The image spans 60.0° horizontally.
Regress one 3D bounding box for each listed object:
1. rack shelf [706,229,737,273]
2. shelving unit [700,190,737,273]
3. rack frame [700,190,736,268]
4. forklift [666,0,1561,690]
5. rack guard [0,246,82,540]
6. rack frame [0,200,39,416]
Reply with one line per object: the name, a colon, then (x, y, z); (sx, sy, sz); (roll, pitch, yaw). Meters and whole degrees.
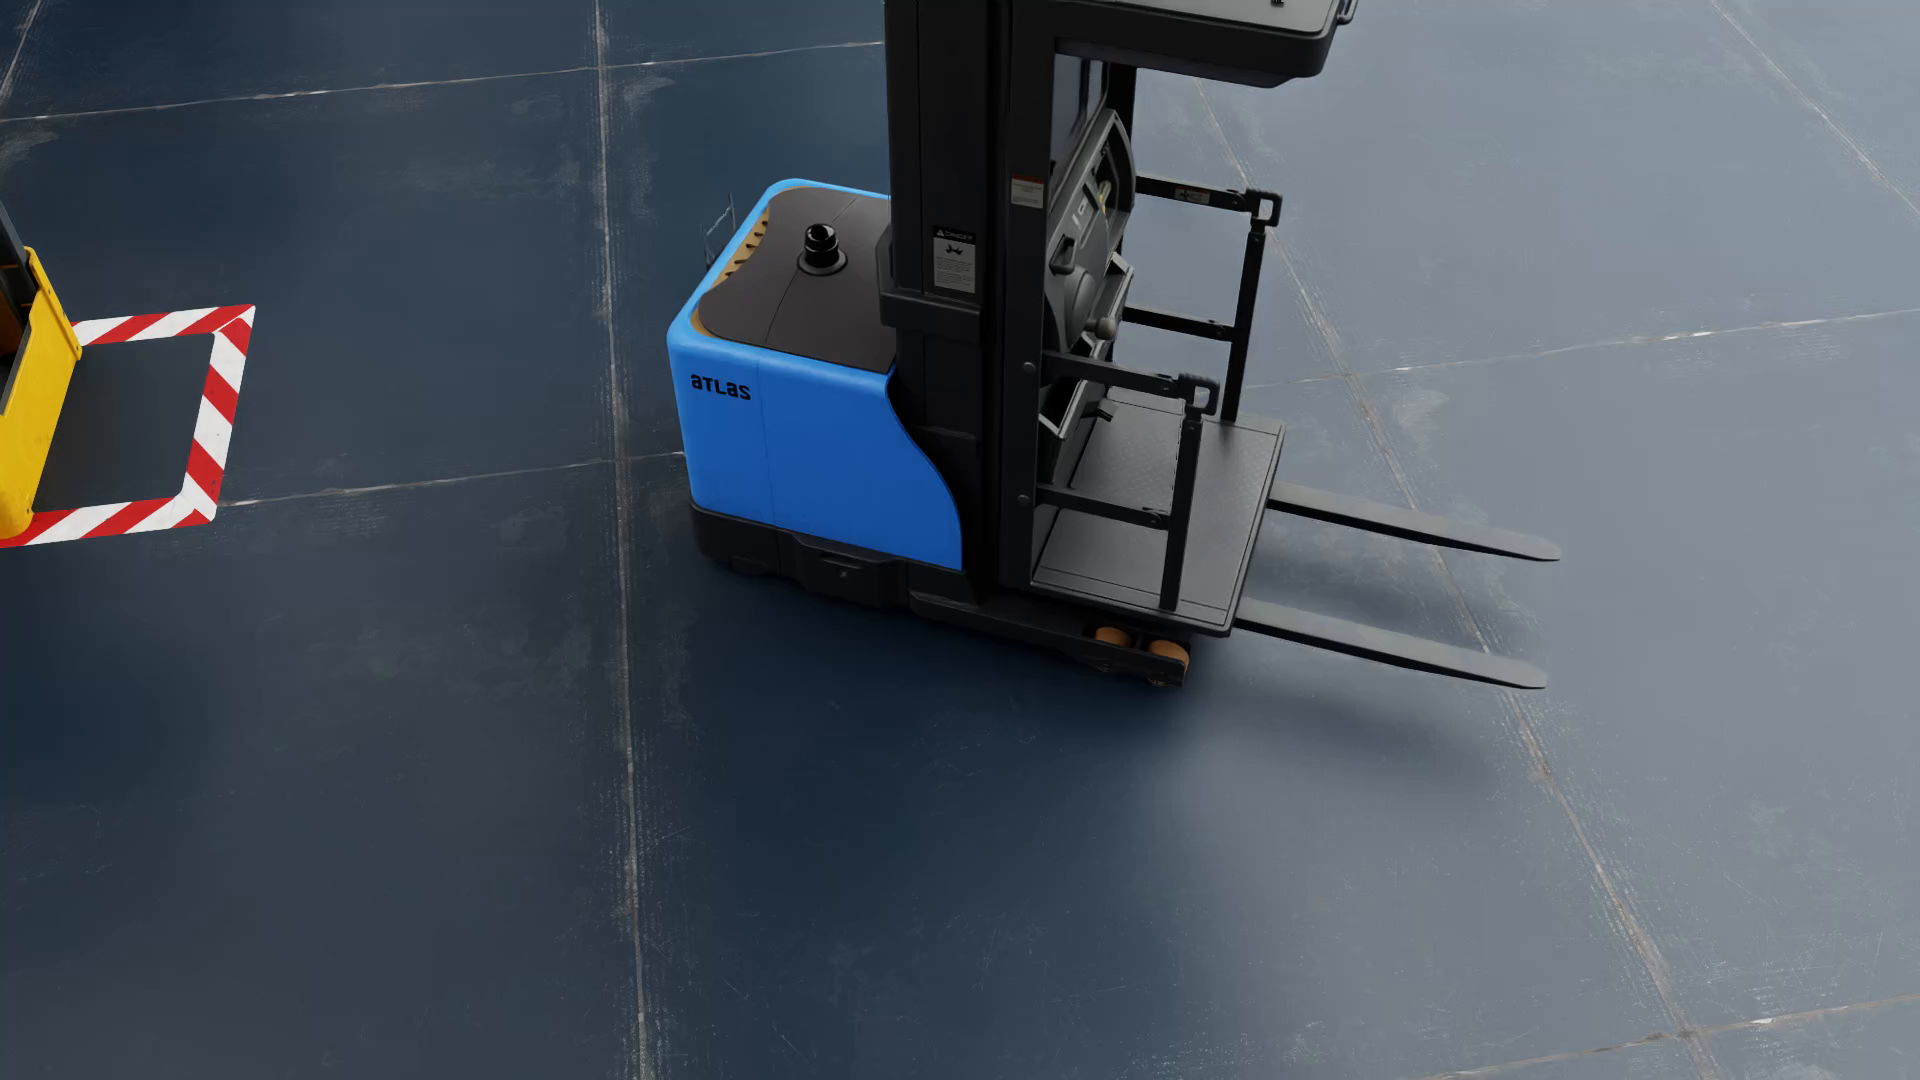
rack shelf: (-0.814, -1.062, 6.320); (0.200, 0.077, 0.258); (16, 48, 15)
shelving unit: (-0.814, -0.898, 6.491); (0.210, 0.900, 0.258); (16, 48, 15)
rack frame: (-0.908, -0.925, 6.516); (0.006, 0.900, 0.240); (16, 48, 15)
forklift: (0.594, -0.943, 5.123); (3.031, 2.935, 1.130); (13, 48, 12)
rack guard: (-3.786, -0.580, 6.462); (0.348, 0.500, 1.175); (-7, 46, -7)
rack frame: (-3.719, -1.490, 5.603); (0.127, 3.000, 1.000); (-7, 46, -7)
